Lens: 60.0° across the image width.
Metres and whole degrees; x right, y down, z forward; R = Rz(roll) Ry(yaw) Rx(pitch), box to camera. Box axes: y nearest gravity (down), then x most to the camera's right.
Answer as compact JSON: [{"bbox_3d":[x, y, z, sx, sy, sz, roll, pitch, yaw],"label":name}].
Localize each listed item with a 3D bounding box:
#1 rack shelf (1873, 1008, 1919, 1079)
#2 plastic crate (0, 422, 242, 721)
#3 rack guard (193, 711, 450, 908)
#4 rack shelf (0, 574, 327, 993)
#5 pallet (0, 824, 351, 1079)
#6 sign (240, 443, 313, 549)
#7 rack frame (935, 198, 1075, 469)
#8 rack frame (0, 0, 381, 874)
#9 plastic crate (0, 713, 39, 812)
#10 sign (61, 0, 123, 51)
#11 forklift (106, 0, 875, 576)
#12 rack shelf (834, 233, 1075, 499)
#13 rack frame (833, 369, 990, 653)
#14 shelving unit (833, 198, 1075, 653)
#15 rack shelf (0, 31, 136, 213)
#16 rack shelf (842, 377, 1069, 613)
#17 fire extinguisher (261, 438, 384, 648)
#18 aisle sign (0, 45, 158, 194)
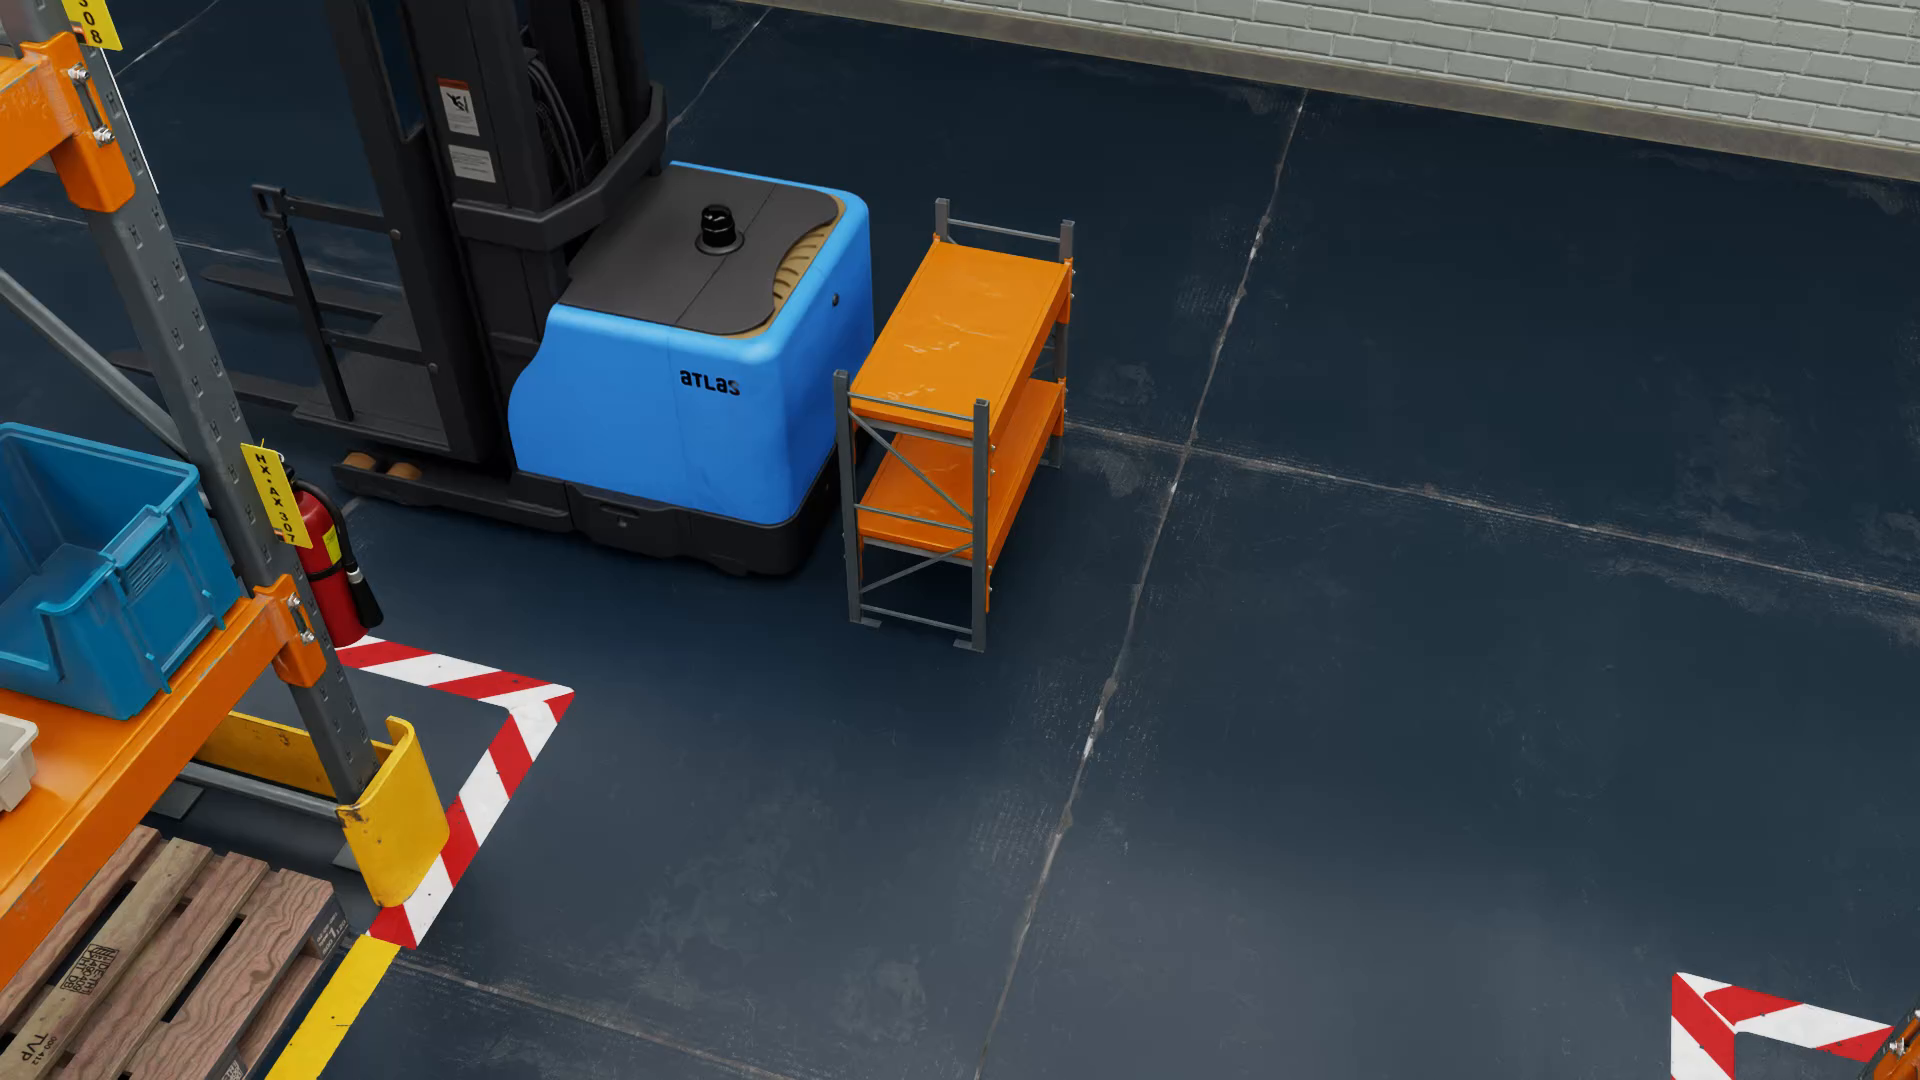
[{"bbox_3d":[1.904,2.487,2.078,1.077,0.370,4.000,13,46,13],"label":"rack shelf"},{"bbox_3d":[-2.134,0.076,3.959,0.616,0.435,0.499,13,46,13],"label":"plastic crate"},{"bbox_3d":[-2.216,0.722,5.155,1.175,0.500,0.348,13,46,13],"label":"rack guard"},{"bbox_3d":[-2.816,1.438,3.151,1.077,0.370,4.000,13,46,13],"label":"rack shelf"},{"bbox_3d":[-2.497,1.386,4.683,1.003,0.211,1.213,13,46,13],"label":"pallet"},{"bbox_3d":[-1.682,-0.105,4.096,0.100,0.325,0.005,13,46,13],"label":"sign"},{"bbox_3d":[0.156,-0.745,6.207,0.500,1.125,0.032,13,46,13],"label":"rack frame"},{"bbox_3d":[-2.211,-0.153,4.261,1.000,3.000,0.127,13,46,13],"label":"rack frame"},{"bbox_3d":[-2.285,0.502,3.738,0.396,0.136,0.243,13,46,13],"label":"plastic crate"},{"bbox_3d":[-1.682,-1.082,3.141,0.100,0.325,0.005,13,46,13],"label":"sign"},{"bbox_3d":[-1.890,-1.519,5.706,3.031,2.935,1.130,12,46,12],"label":"forklift"},{"bbox_3d":[0.002,-0.616,5.656,0.538,0.278,1.000,13,46,13],"label":"rack shelf"},{"bbox_3d":[-0.152,-0.068,5.515,0.500,1.125,0.032,13,46,13],"label":"rack frame"},{"bbox_3d":[0.002,-0.407,5.861,0.538,1.125,1.048,13,46,13],"label":"shelving unit"},{"bbox_3d":[-2.816,0.366,2.101,1.077,0.370,4.000,13,46,13],"label":"rack shelf"},{"bbox_3d":[0.002,-0.232,6.032,0.538,0.278,1.000,13,46,13],"label":"rack shelf"},{"bbox_3d":[-1.732,0.004,4.423,0.296,0.674,0.183,13,46,13],"label":"fire extinguisher"},{"bbox_3d":[-1.910,-1.068,3.338,0.394,0.787,0.004,13,46,13],"label":"aisle sign"}]
